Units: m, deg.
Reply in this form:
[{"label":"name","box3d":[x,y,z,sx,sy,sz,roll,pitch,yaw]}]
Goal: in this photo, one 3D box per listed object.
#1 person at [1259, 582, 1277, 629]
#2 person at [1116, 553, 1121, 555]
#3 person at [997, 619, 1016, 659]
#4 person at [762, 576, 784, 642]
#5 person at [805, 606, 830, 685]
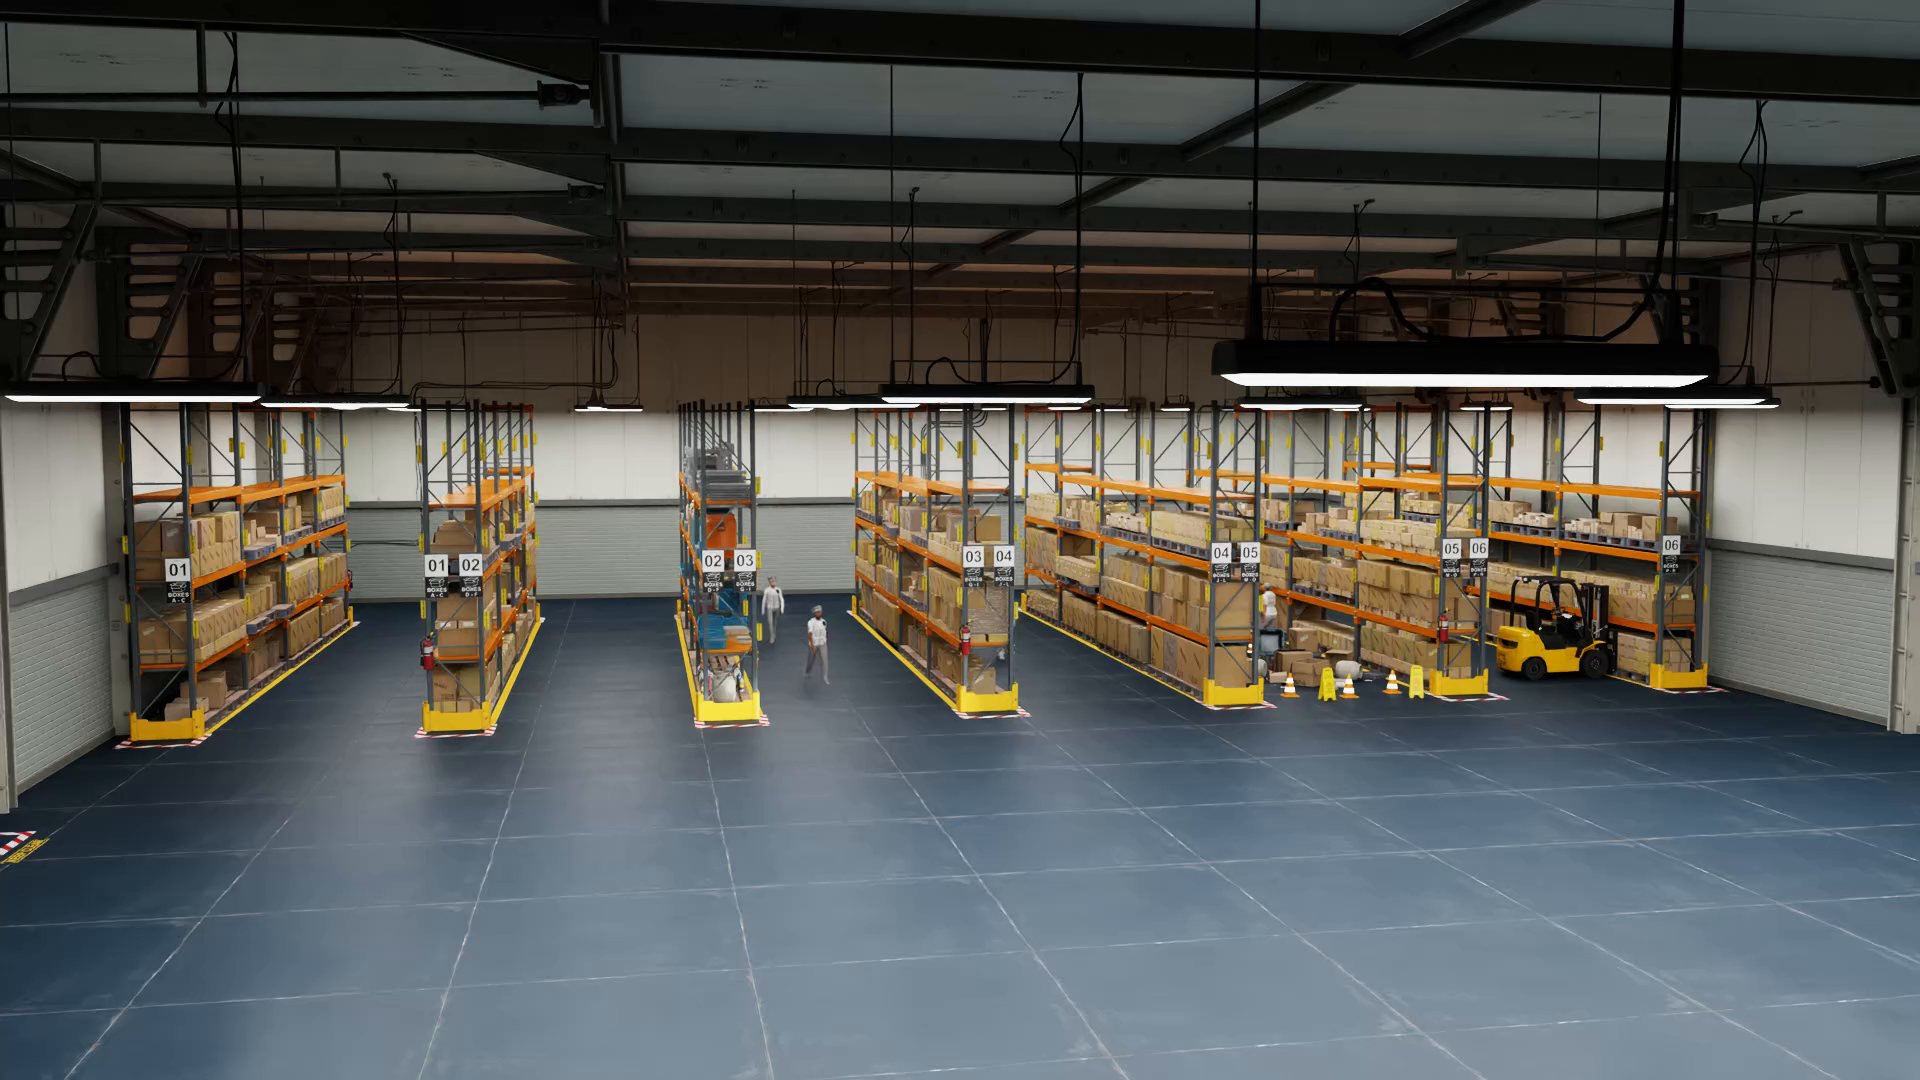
[{"label":"person","box3d":[7.458,1.856,40.273,0.536,1.663,0.461,-4,6,-44]},{"label":"person","box3d":[4.714,1.174,49.597,0.967,1.571,0.455,0,4,3]},{"label":"person","box3d":[1.018,1.895,38.973,0.569,1.707,1.087,-1,4,-16]},{"label":"person","box3d":[-4.688,1.721,41.875,0.529,1.621,1.022,-2,5,-20]},{"label":"person","box3d":[-3.028,2.216,35.337,0.428,1.635,0.984,-2,5,-21]}]
